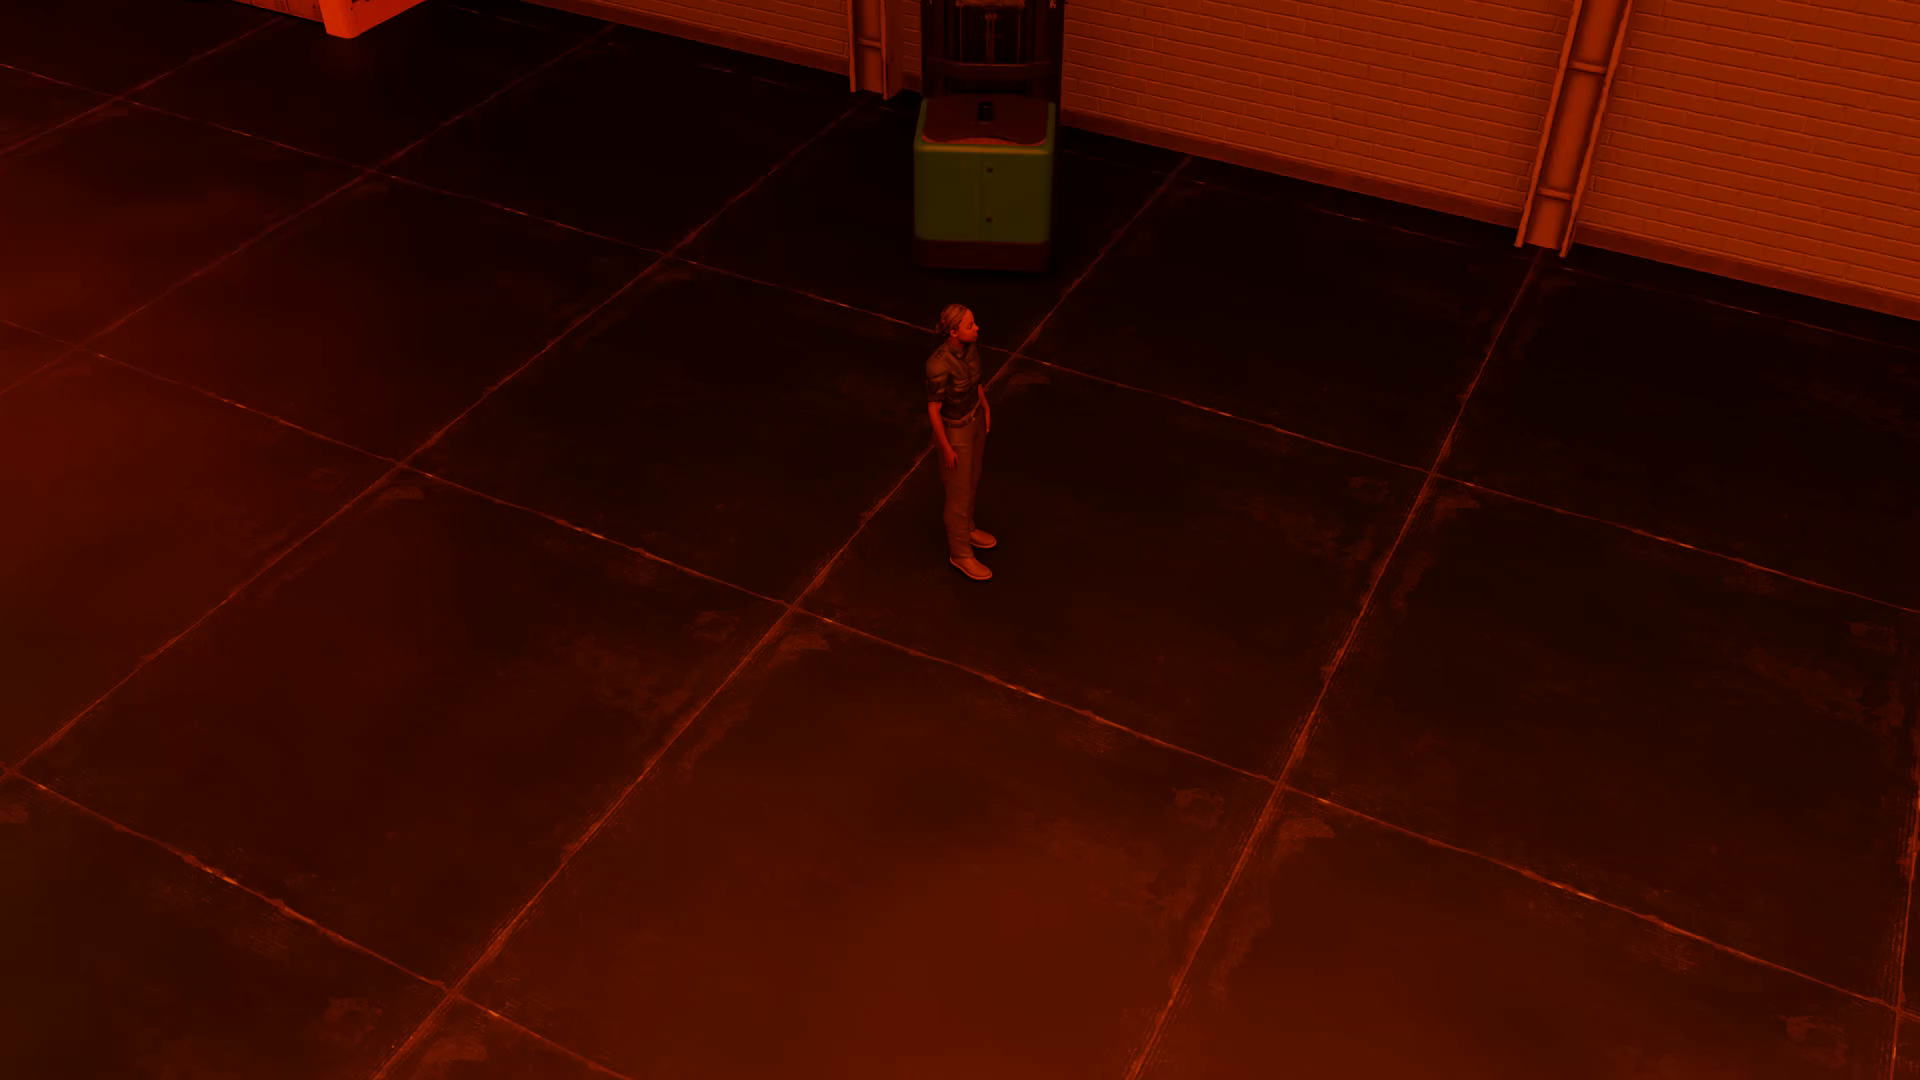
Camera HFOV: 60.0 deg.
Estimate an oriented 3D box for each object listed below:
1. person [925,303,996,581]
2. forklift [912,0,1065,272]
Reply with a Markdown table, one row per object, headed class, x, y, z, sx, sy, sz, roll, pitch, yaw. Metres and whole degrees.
| class | x | y | z | sx | sy | sz | roll | pitch | yaw |
| --- | --- | --- | --- | --- | --- | --- | --- | --- | --- |
| person | 0.069 | -0.597 | 9.684 | 0.503 | 1.644 | 0.570 | 18 | 43 | 21 |
| forklift | 0.264 | -4.081 | 12.832 | 1.130 | 2.935 | 3.031 | 3 | 40 | 3 |
